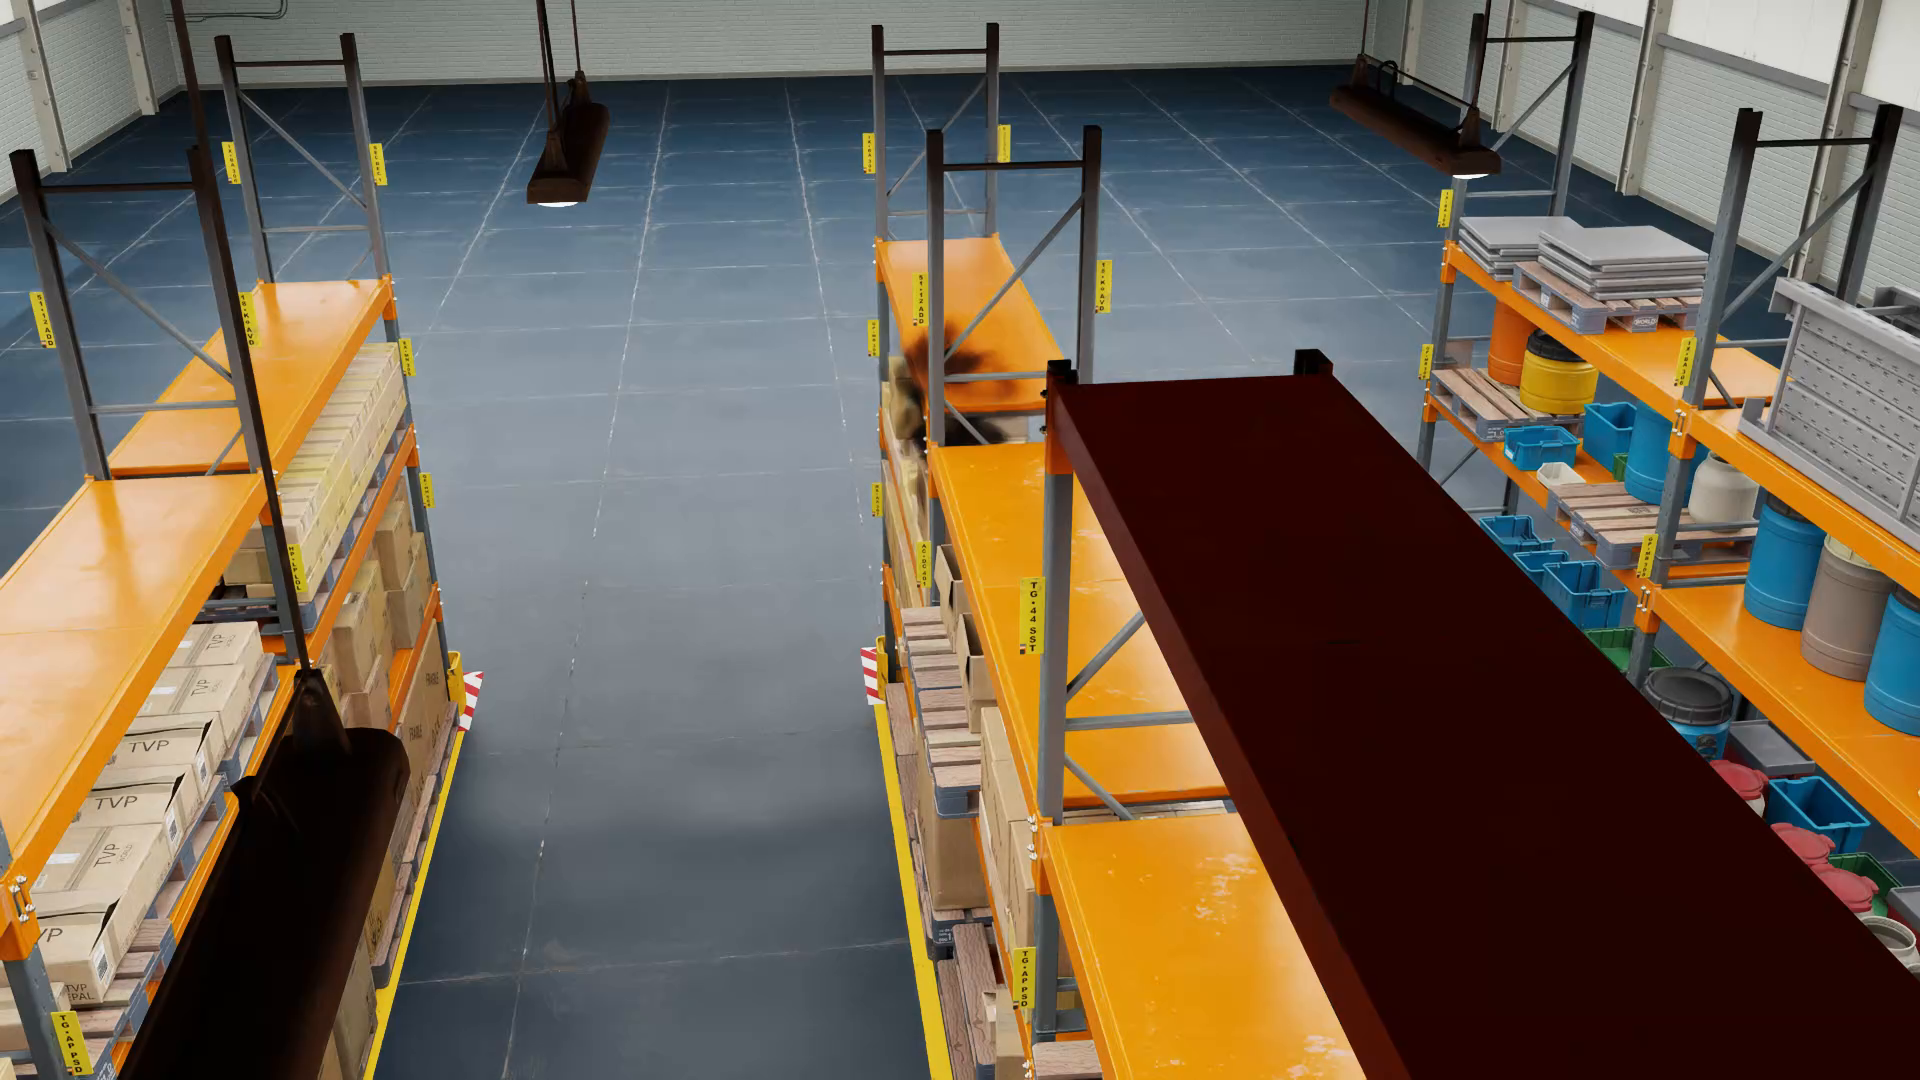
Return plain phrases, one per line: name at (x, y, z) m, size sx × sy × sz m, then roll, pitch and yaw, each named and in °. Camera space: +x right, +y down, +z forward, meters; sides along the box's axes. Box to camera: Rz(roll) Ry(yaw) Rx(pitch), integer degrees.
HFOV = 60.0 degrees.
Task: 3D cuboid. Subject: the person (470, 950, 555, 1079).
person at (-2.680, 3.107, 10.135) m, size 0.521 × 1.576 × 0.590 m, roll -3°, pitch 26°, yaw -6°
